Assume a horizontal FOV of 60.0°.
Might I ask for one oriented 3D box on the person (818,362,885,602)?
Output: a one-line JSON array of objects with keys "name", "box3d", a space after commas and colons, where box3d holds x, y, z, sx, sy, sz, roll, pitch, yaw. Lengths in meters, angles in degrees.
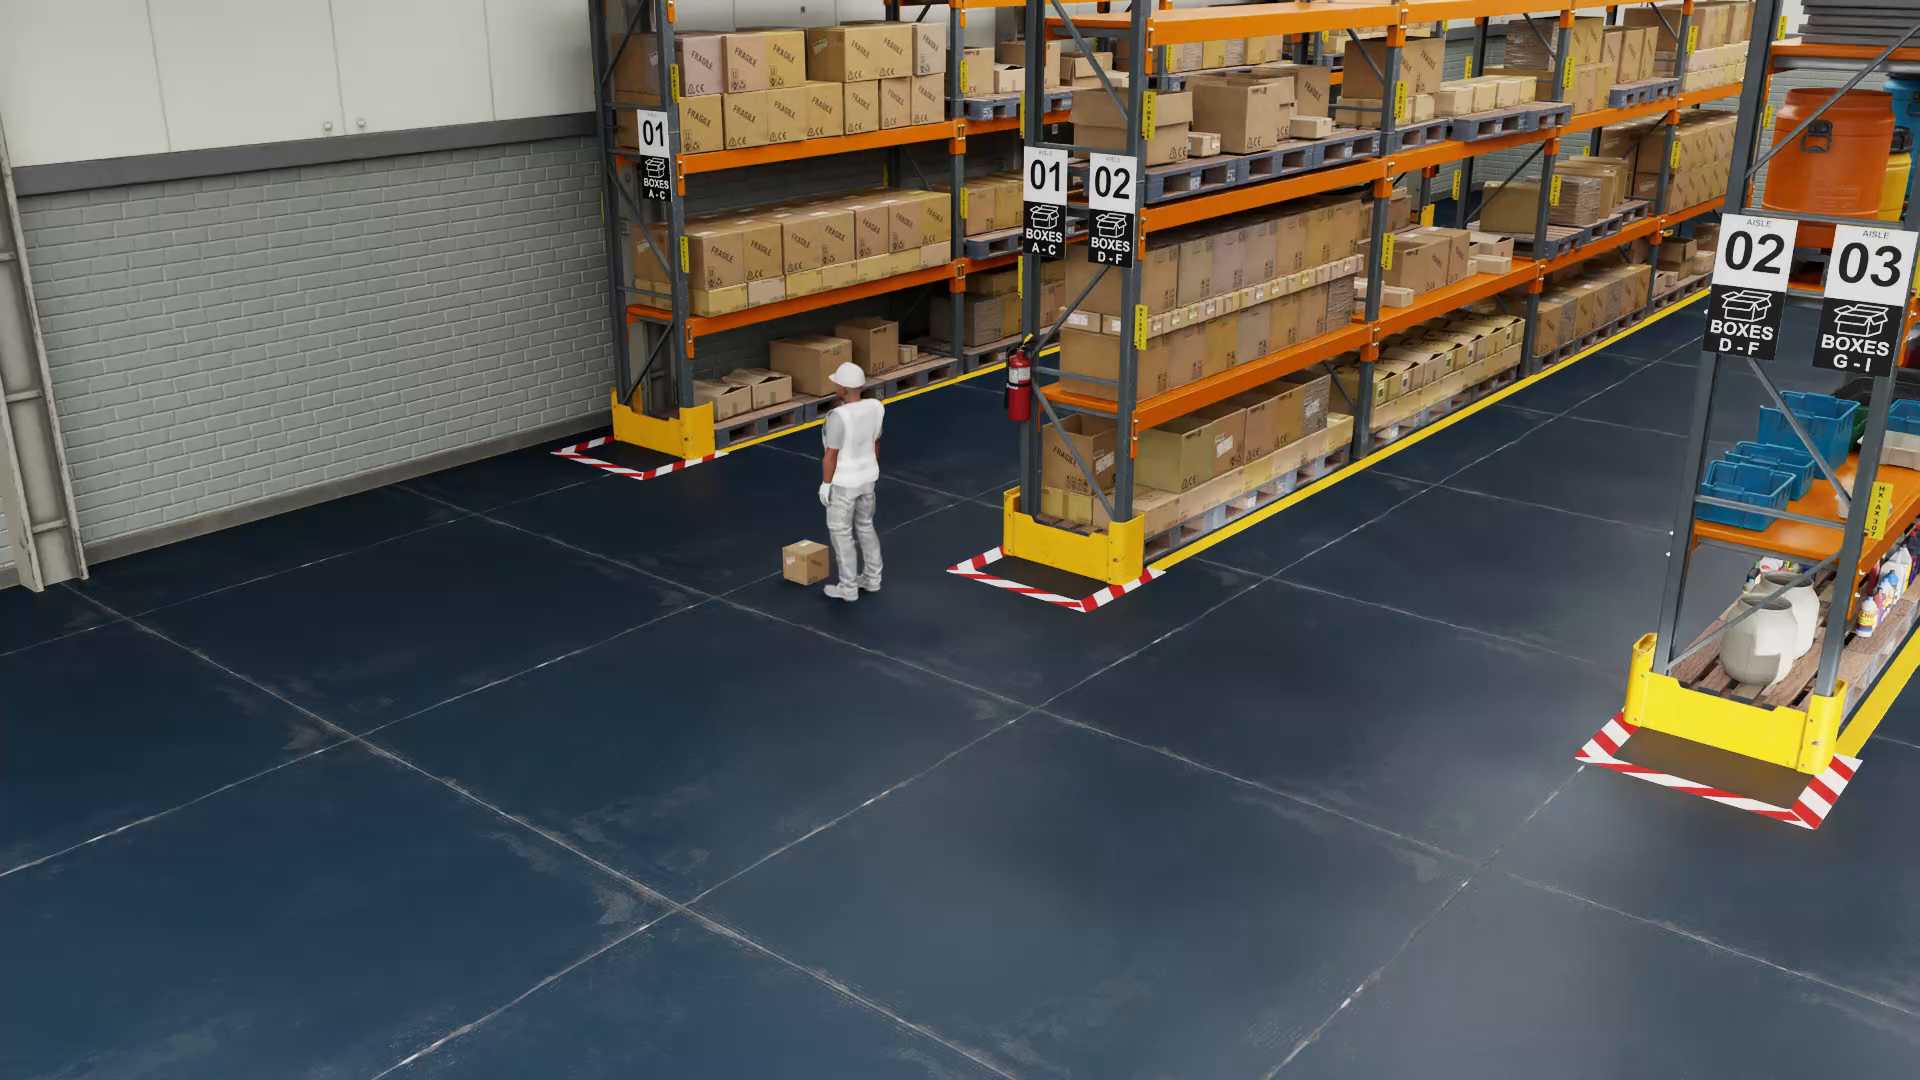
[{"name": "person", "box3d": [-0.808, -0.437, 12.245, 0.357, 1.782, 0.545, 16, 26, 38]}]
